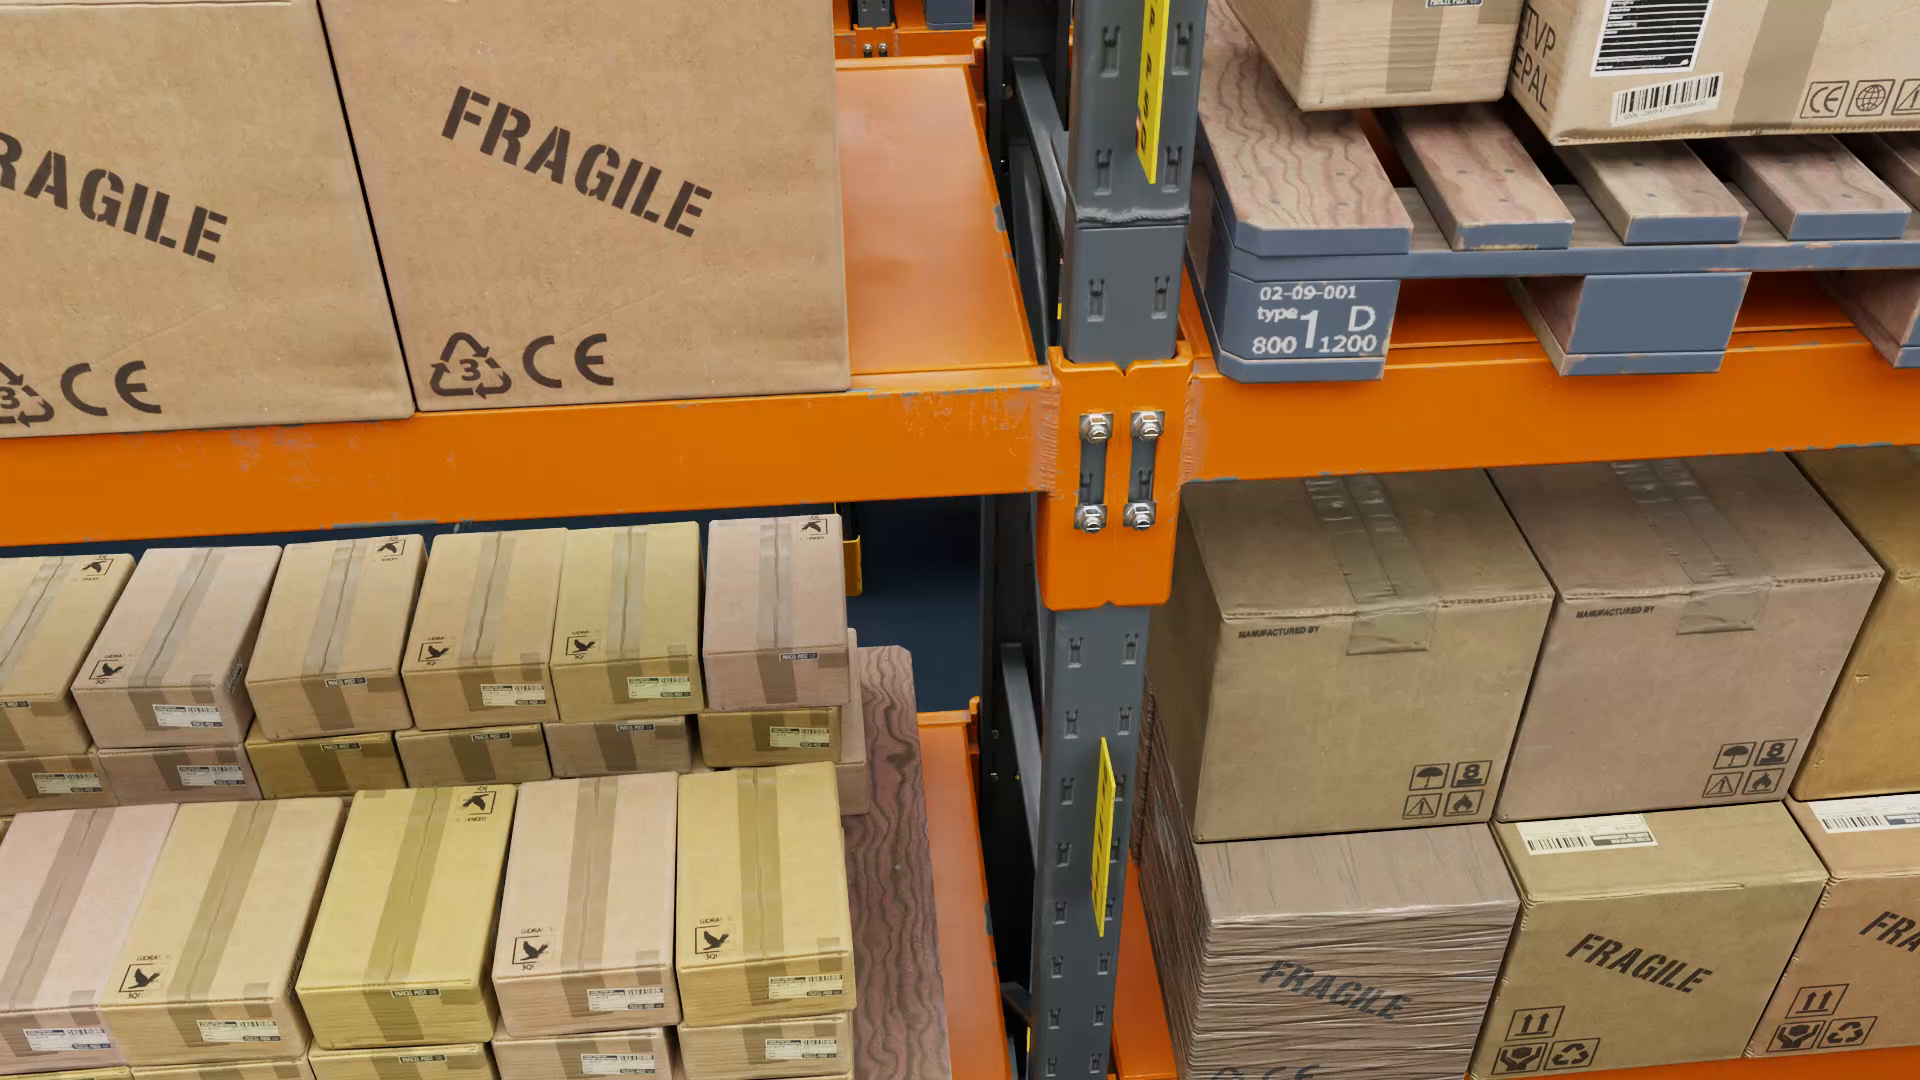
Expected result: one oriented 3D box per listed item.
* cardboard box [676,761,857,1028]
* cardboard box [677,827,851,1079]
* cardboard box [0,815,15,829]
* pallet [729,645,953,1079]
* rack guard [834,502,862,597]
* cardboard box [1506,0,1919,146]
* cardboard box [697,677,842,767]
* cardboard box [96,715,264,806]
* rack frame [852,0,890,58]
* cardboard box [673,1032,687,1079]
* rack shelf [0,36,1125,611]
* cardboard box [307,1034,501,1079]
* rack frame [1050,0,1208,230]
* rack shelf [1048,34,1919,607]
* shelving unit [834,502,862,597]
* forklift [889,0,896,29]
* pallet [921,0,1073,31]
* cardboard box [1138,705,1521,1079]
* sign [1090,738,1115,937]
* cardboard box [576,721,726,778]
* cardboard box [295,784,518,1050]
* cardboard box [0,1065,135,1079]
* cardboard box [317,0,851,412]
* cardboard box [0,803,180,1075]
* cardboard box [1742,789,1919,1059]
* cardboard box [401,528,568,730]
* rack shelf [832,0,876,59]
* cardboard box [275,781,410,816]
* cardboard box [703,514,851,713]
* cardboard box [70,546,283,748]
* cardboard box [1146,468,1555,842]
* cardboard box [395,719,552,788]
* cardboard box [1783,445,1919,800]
[{"bbox_3d":[-0.299,0.532,2.538,0.250,0.149,0.380,-5,39,-6],"label":"cardboard box"},{"bbox_3d":[-0.304,0.647,2.632,0.250,0.149,0.380,-2,38,-3],"label":"cardboard box"},{"bbox_3d":[-1.636,0.430,3.148,0.250,0.149,0.380,-3,38,-3],"label":"cardboard box"},{"bbox_3d":[-0.552,0.702,3.093,1.003,0.211,1.213,-3,38,-4],"label":"pallet"},{"bbox_3d":[-0.420,-0.075,6.143,0.087,0.250,0.587,-3,38,-4],"label":"rack guard"},{"bbox_3d":[0.889,-0.729,1.983,0.500,0.311,0.500,-3,38,-4],"label":"cardboard box"},{"bbox_3d":[-0.351,0.242,3.146,0.250,0.149,0.380,-2,38,-2],"label":"cardboard box"},{"bbox_3d":[-1.386,0.302,3.070,0.250,0.149,0.380,-3,38,-4],"label":"cardboard box"},{"bbox_3d":[-0.391,-2.527,7.031,0.127,3.000,1.000,-3,38,-4],"label":"rack frame"},{"bbox_3d":[-0.550,0.779,2.705,0.250,0.149,0.380,-3,38,-4],"label":"cardboard box"},{"bbox_3d":[-1.844,-0.264,2.322,4.000,0.370,1.077,-3,38,-4],"label":"rack shelf"},{"bbox_3d":[-0.831,0.679,2.592,0.250,0.149,0.380,-2,38,-3],"label":"cardboard box"},{"bbox_3d":[0.148,-1.833,1.309,0.127,3.000,1.000,-3,38,-4],"label":"rack frame"},{"bbox_3d":[2.140,-0.483,2.600,4.000,0.370,1.077,-3,38,-4],"label":"rack shelf"},{"bbox_3d":[0.076,-0.593,5.791,1.083,1.500,0.587,-3,38,-4],"label":"shelving unit"},{"bbox_3d":[-0.363,-4.105,9.086,3.031,2.935,1.130,-4,38,-5],"label":"forklift"},{"bbox_3d":[0.309,-2.556,7.223,1.003,0.211,1.213,-3,38,-4],"label":"pallet"},{"bbox_3d":[0.619,0.625,2.956,0.500,0.500,0.500,-3,38,-3],"label":"cardboard box"},{"bbox_3d":[0.206,0.433,2.409,0.005,0.325,0.100,-3,38,-4],"label":"sign"},{"bbox_3d":[-0.583,0.370,3.223,0.250,0.149,0.380,-1,38,-2],"label":"cardboard box"},{"bbox_3d":[-0.811,0.559,2.504,0.250,0.149,0.380,-2,38,-3],"label":"cardboard box"},{"bbox_3d":[-1.329,0.704,2.559,0.250,0.149,0.380,-3,38,-4],"label":"cardboard box"},{"bbox_3d":[-0.398,-0.507,1.968,0.500,0.500,0.500,-3,38,-4],"label":"cardboard box"},{"bbox_3d":[-1.317,0.585,2.470,0.250,0.149,0.380,-3,38,-4],"label":"cardboard box"},{"bbox_3d":[1.628,0.568,3.028,0.500,0.500,0.500,-3,38,-4],"label":"cardboard box"},{"bbox_3d":[-0.841,0.155,3.015,0.250,0.149,0.380,-3,38,-4],"label":"cardboard box"},{"bbox_3d":[-2.383,-2.135,7.114,4.000,0.370,1.077,-3,38,-4],"label":"rack shelf"},{"bbox_3d":[-1.120,0.401,3.184,0.250,0.149,0.380,-1,38,-2],"label":"cardboard box"},{"bbox_3d":[-0.334,0.128,3.049,0.250,0.149,0.380,-3,38,-4],"label":"cardboard box"},{"bbox_3d":[-1.375,0.185,2.977,0.250,0.149,0.380,-1,38,-2],"label":"cardboard box"},{"bbox_3d":[0.596,0.072,2.850,0.500,0.500,0.700,-3,38,-4],"label":"cardboard box"},{"bbox_3d":[-0.887,0.274,3.104,0.250,0.149,0.380,-4,38,-5],"label":"cardboard box"},{"bbox_3d":[1.611,0.014,2.923,0.500,0.500,0.700,-4,38,-5],"label":"cardboard box"}]
